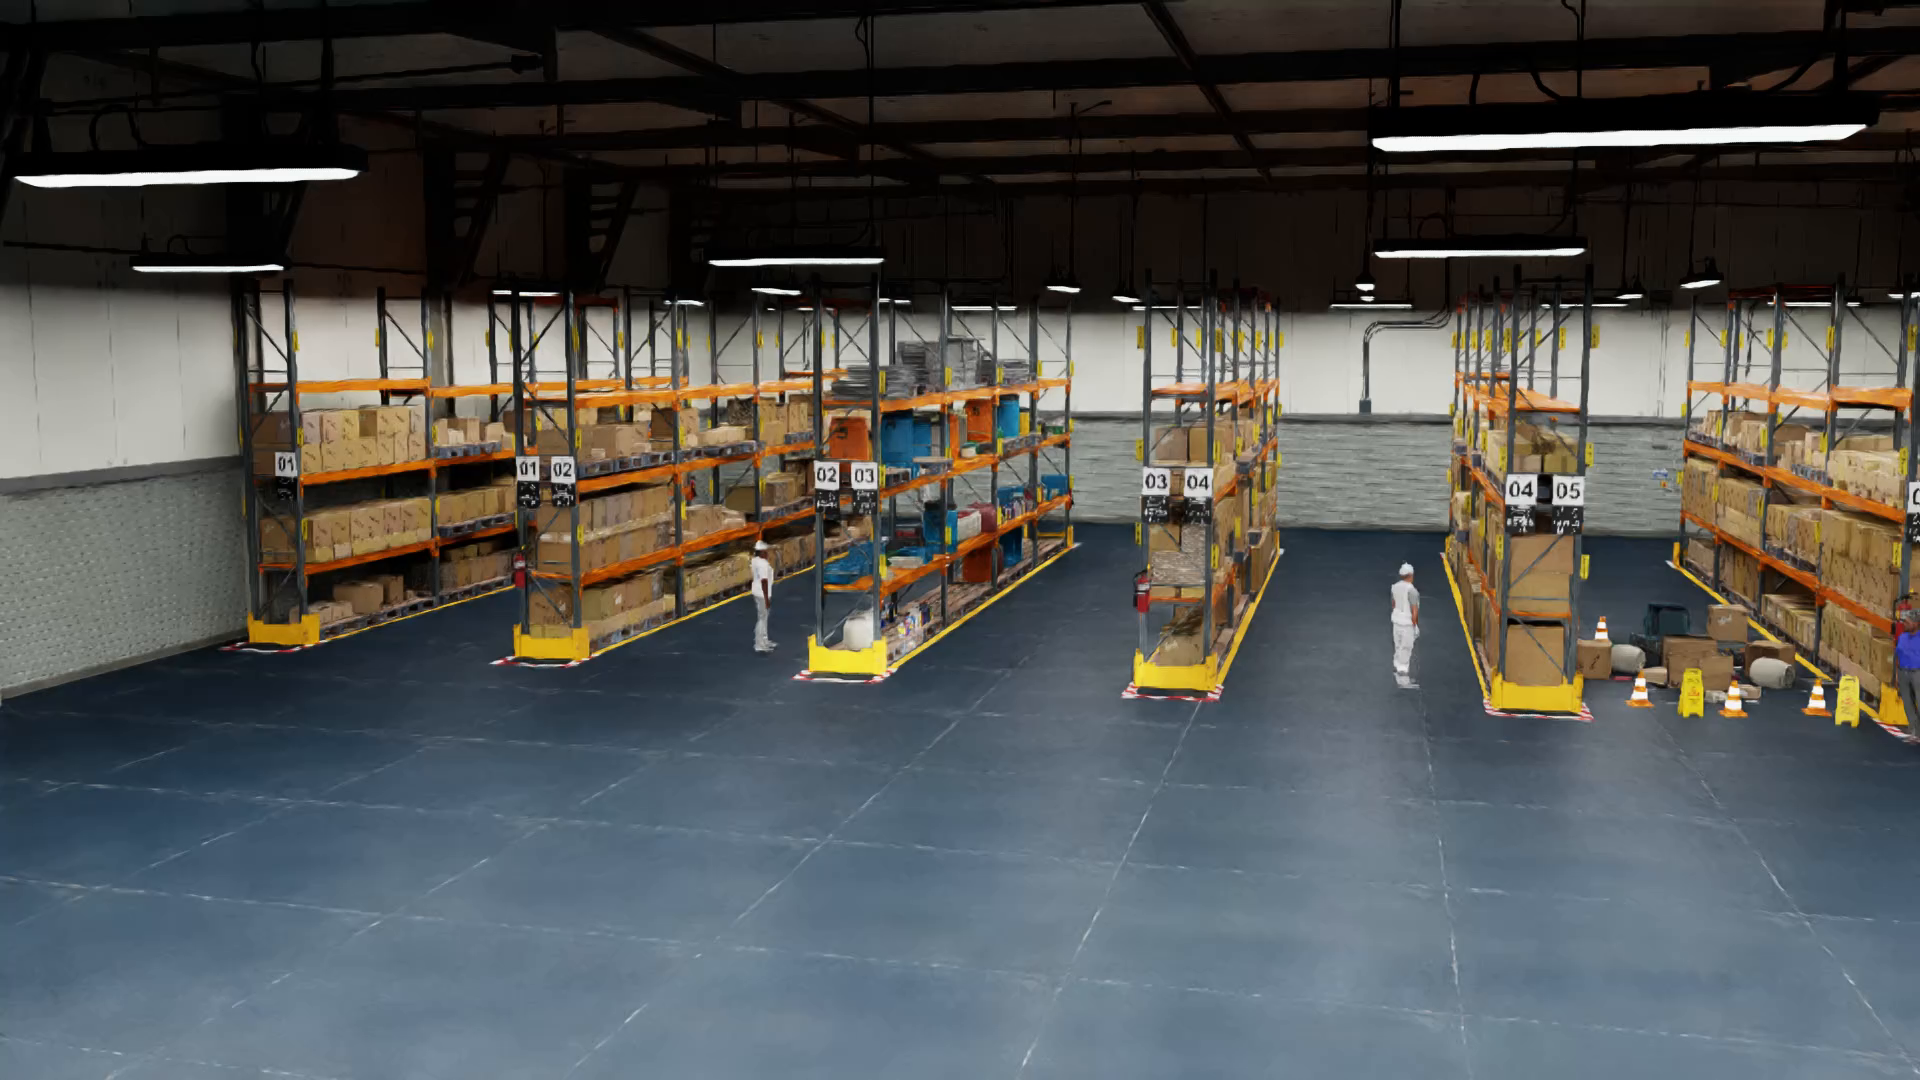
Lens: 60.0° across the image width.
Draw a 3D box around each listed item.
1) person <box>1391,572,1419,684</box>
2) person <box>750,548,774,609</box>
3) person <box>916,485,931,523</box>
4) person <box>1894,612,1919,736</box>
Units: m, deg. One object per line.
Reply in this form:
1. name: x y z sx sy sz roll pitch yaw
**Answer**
1. person: 6.417 1.122 23.966 0.331 1.487 0.578 -2 7 -17
2. person: -3.197 0.564 26.853 0.349 1.042 0.632 -2 7 -17
3. person: -0.899 -1.035 43.430 0.478 1.510 0.437 -3 7 -21
4. person: 11.882 1.682 20.655 0.399 1.574 0.492 -4 8 -31
